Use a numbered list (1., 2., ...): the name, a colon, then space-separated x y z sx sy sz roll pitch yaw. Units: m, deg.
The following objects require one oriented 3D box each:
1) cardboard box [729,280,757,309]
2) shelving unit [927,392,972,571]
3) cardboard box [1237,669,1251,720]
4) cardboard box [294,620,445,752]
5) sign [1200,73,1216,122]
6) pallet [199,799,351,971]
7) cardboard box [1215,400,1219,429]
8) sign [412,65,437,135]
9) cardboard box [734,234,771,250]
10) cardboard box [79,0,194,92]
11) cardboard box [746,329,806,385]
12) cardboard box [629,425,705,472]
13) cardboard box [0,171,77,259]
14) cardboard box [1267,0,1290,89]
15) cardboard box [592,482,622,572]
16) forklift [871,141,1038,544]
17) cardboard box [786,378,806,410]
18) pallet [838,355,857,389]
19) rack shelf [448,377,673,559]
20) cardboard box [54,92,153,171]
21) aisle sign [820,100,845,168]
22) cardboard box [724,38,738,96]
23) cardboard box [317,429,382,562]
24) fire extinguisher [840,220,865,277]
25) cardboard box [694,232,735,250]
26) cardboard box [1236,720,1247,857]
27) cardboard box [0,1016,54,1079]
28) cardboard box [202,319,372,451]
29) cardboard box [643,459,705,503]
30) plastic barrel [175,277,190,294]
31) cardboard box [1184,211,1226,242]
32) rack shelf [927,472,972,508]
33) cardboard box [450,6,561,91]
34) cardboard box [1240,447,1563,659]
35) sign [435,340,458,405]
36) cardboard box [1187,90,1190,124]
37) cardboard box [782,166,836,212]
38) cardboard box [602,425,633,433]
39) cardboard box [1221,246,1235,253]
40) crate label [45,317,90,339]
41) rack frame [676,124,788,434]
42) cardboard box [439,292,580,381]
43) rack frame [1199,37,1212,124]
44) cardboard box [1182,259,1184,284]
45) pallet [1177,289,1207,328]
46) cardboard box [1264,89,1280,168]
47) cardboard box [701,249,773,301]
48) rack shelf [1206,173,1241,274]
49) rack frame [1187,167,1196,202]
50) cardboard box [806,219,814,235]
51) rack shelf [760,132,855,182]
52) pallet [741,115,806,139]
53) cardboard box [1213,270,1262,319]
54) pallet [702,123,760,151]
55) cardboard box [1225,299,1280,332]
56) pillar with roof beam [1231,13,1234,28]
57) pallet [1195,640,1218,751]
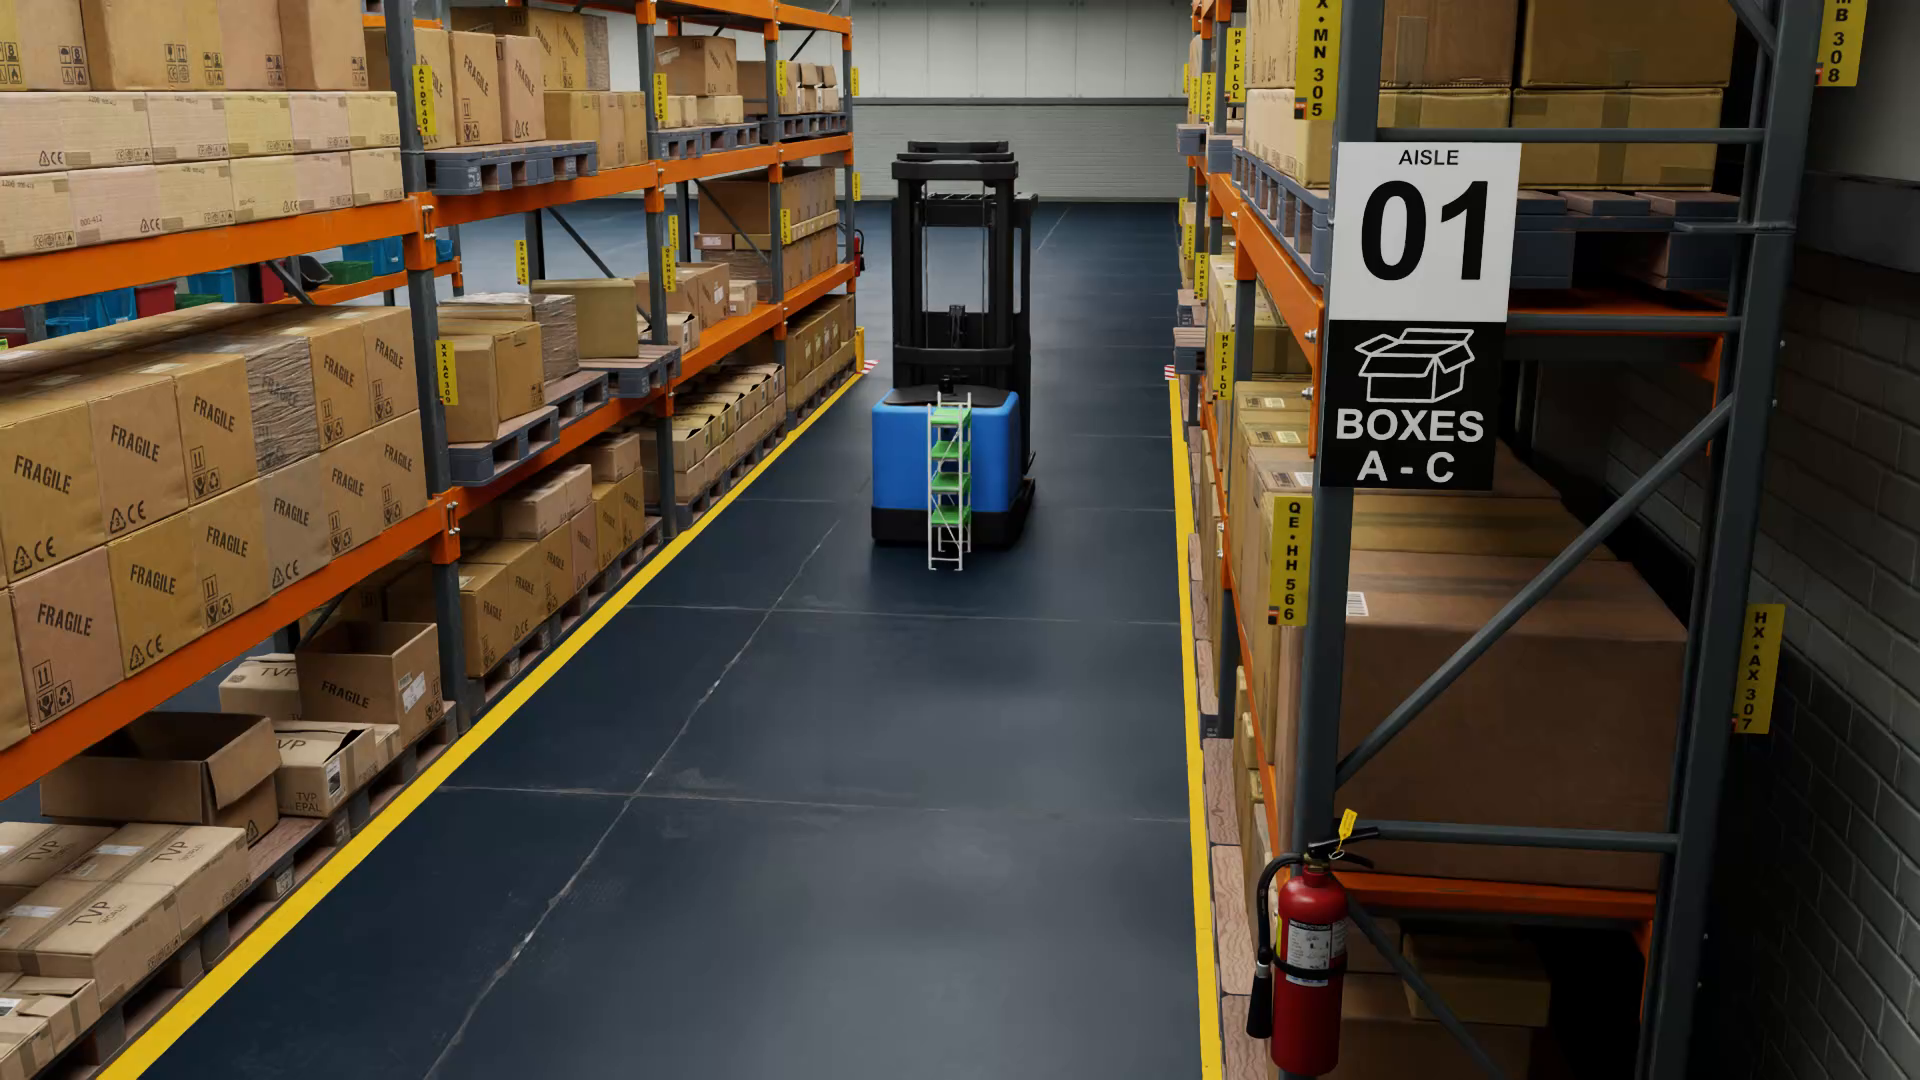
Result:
1. cardboard box: -2.235 -2.310 15.746 0.500 0.250 0.500 3 15 10
2. shelving unit: -0.074 -0.425 11.935 0.258 1.200 0.503 2 15 7
3. cardboard box: 1.391 0.674 7.166 0.380 0.149 0.250 2 15 8
4. cardboard box: -2.908 0.714 8.222 0.500 0.500 0.500 2 15 6
5. sign: 1.709 -3.043 11.433 0.100 0.325 0.005 2 15 6
6. pallet: -3.339 1.405 7.062 1.003 0.211 1.213 2 15 6
7. cardboard box: 1.711 -0.883 9.381 0.500 0.500 0.500 2 15 6
8. sign: -2.585 -2.120 8.019 0.100 0.325 0.005 2 15 6
9. cardboard box: -2.000 -2.937 16.342 0.380 0.149 0.250 2 15 6
10. cardboard box: -3.295 -1.899 6.084 0.700 0.500 0.500 2 15 6
11. cardboard box: -1.859 -1.860 16.820 0.500 0.500 0.500 2 15 6
12. cardboard box: -2.323 -0.747 13.068 0.500 0.311 0.500 2 15 8
13. cardboard box: -3.197 -1.030 5.265 0.500 0.250 0.500 2 15 6
14. cardboard box: 1.275 -1.706 5.332 0.500 0.500 0.500 1 15 4
15. cardboard box: -2.605 -0.096 11.217 0.500 0.500 0.500 1 15 4
16. forklift: 0.039 -1.724 13.422 1.130 2.935 3.031 2 15 7
17. cardboard box: -1.869 -1.498 16.919 0.500 0.250 0.500 2 15 6
18. pallet: -1.816 -2.003 19.666 1.003 0.211 1.213 2 15 6
19. rack shelf: -2.900 -0.608 10.542 1.077 0.370 4.000 2 15 6
20. cardboard box: -3.147 -1.401 5.680 0.500 0.250 0.500 2 15 6
21. aisle sign: -1.472 -4.812 19.732 0.394 0.787 0.004 2 15 6
22. cardboard box: -2.332 -4.293 15.092 0.500 0.500 0.500 2 15 7
23. cardboard box: -2.984 -0.214 7.515 0.500 0.500 0.500 2 15 8
24. fire extinguisher: -1.297 -3.529 20.113 0.296 0.674 0.183 2 15 6
25. cardboard box: -2.405 -2.950 16.390 0.380 0.149 0.250 2 15 6
26. cardboard box: 1.551 1.033 7.078 0.700 0.500 0.500 2 15 6
27. cardboard box: -3.188 1.666 5.372 0.380 0.149 0.250 2 15 6
28. cardboard box: -2.980 -0.696 7.382 0.500 0.500 0.500 1 15 5
29. cardboard box: -2.323 -0.477 13.141 0.500 0.250 0.500 2 15 6
30. plastic barrel: -7.470 -2.482 15.835 0.433 0.535 0.433 0 15 0
31. cardboard box: 2.622 -3.192 17.534 0.500 0.500 0.500 2 15 8
32. rack shelf: -0.074 -0.363 11.952 0.258 0.148 0.480 2 15 7
33. cardboard box: -2.845 -3.075 10.436 0.500 0.500 0.500 2 15 6
34. cardboard box: 1.559 0.082 6.038 0.980 0.700 0.700 1 15 4
35. sign: -2.585 -0.841 8.365 0.100 0.325 0.005 2 15 6
36. cardboard box: 2.769 -4.692 18.292 0.500 0.500 0.500 3 15 10
37. cardboard box: -1.843 -4.089 19.361 0.700 0.500 0.500 2 15 6
38. cardboard box: -2.860 -0.763 13.127 0.500 0.311 0.500 2 15 8
39. cardboard box: 2.495 -2.180 13.942 0.700 0.500 0.500 4 16 14
40. crate label: -7.175 -1.638 13.295 0.303 0.233 0.416 2 15 6
41. rack frame: -2.223 -2.511 16.204 1.000 3.000 0.127 2 15 6
42. cardboard box: -2.926 -1.327 10.826 0.700 0.500 0.500 5 16 17
43. rack frame: 2.700 -5.263 14.884 1.000 3.000 0.127 2 15 6
44. cardboard box: 2.613 -2.826 17.615 0.500 0.250 0.500 2 15 7
45. pallet: 2.469 -2.080 14.975 1.003 0.211 1.213 2 15 6
46. cardboard box: 1.276 -1.349 5.448 0.500 0.250 0.500 1 15 5
47. cardboard box: -2.179 -2.675 16.617 0.700 0.500 0.500 1 15 5
48. rack shelf: 2.023 -1.911 9.615 1.077 0.370 4.000 2 15 6
49. rack frame: 3.151 -3.404 19.504 1.000 3.000 0.127 2 15 6
50. cardboard box: -1.798 -3.403 18.067 0.380 0.149 0.250 1 15 5
51. rack shelf: -1.997 -4.131 17.824 1.077 0.370 4.000 2 15 6
52. pallet: -2.152 -4.139 16.644 1.003 0.211 1.213 2 15 6
53. cardboard box: 1.829 -1.513 10.276 0.500 0.250 0.500 2 15 7
54. pallet: -2.309 -3.638 14.990 0.805 0.209 1.217 1 15 4
55. cardboard box: 1.663 -1.116 8.807 0.500 0.250 0.500 2 15 7
56. pillar with roof beam: 2.362 -12.444 41.444 9.100 9.000 0.400 2 15 6
57. pallet: 1.809 0.852 9.106 1.003 0.211 1.213 2 15 6
